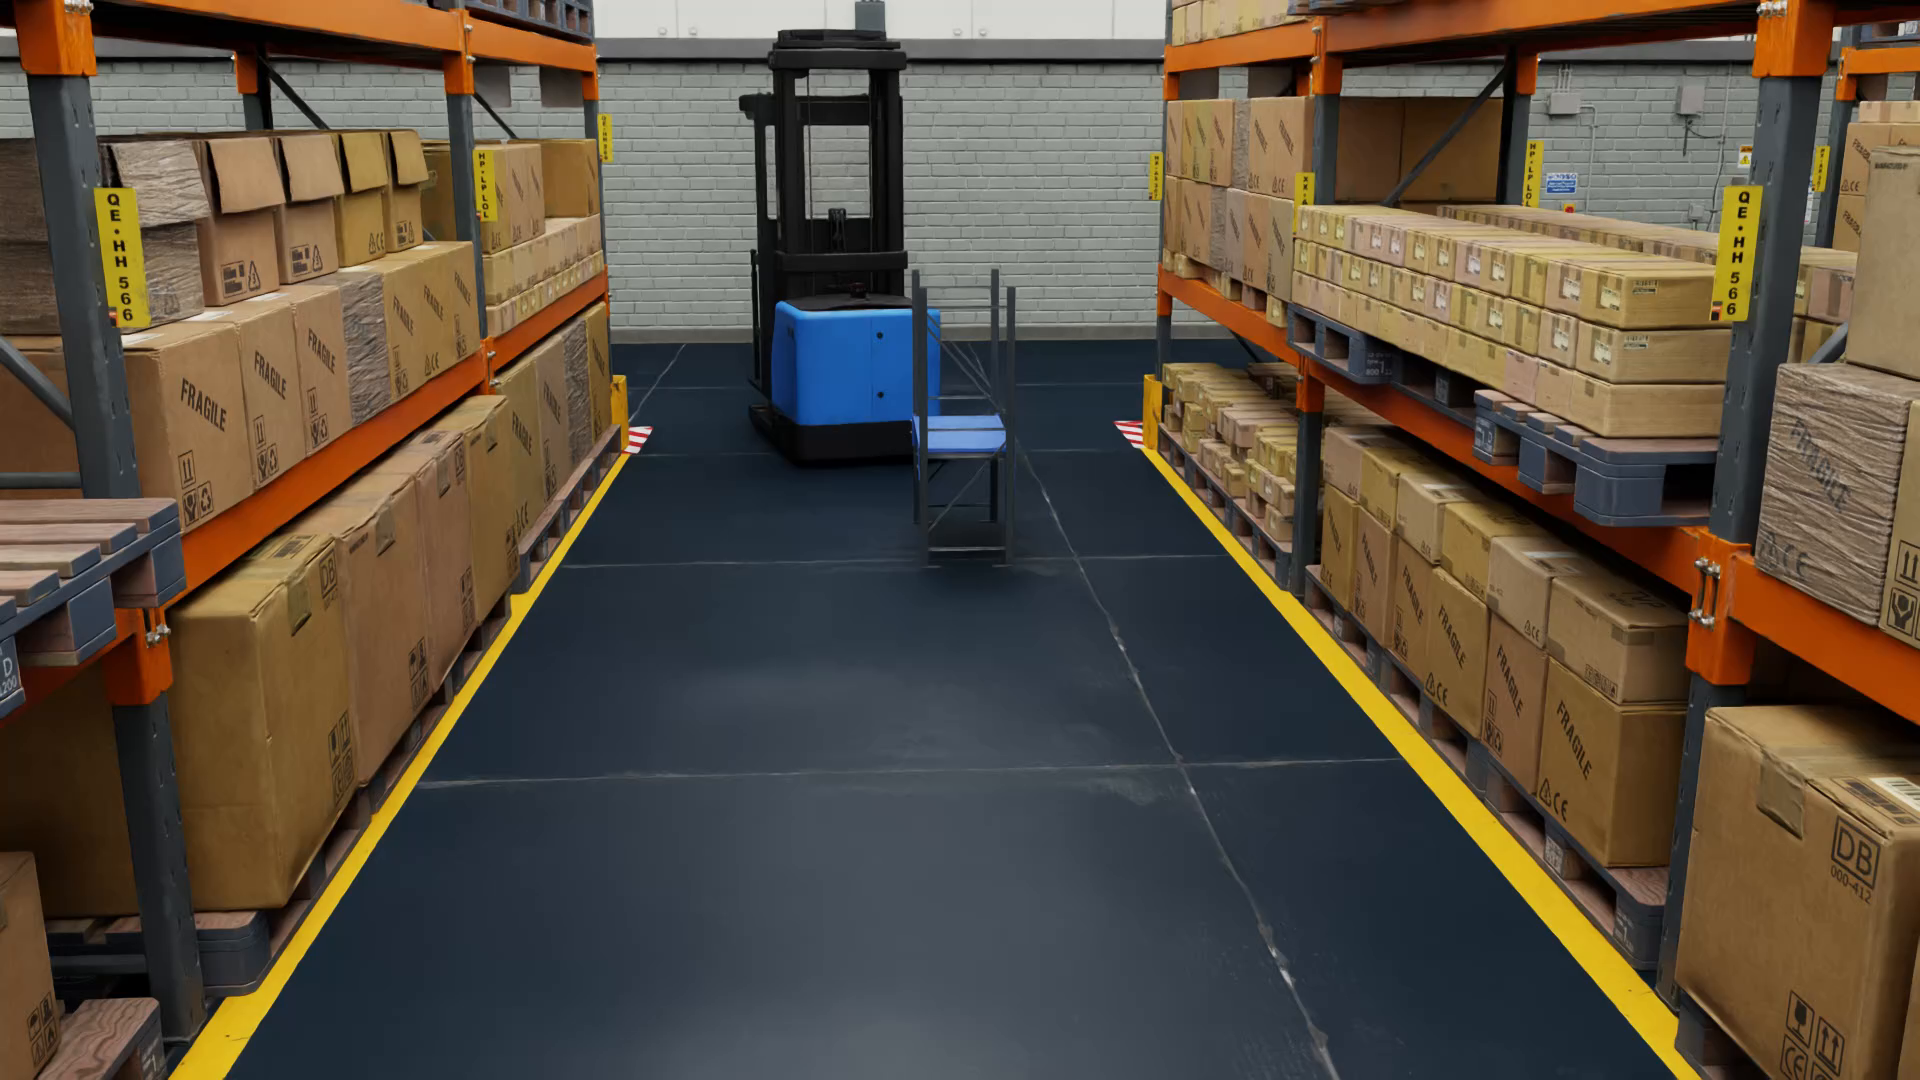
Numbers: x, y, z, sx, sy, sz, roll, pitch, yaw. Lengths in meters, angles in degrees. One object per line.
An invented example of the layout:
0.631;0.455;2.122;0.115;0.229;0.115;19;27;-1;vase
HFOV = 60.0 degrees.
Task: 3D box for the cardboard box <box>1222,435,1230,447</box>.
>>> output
1.855;-0.681;10.436;0.380;0.149;0.250;0;14;-1;cardboard box

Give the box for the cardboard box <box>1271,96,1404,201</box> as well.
1.886;-1.969;8.354;0.500;0.500;0.500;-1;14;-5;cardboard box

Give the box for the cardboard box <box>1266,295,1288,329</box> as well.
1.809;-1.187;8.625;0.380;0.149;0.250;-1;14;-5;cardboard box

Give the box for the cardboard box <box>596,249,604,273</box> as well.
-2.668;-1.917;11.463;0.380;0.149;0.250;-1;14;-2;cardboard box

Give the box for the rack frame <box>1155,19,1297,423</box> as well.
1.938;-2.174;11.956;1.000;3.000;0.127;-1;14;-3;rack frame

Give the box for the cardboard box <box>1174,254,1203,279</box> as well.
1.651;-1.836;11.148;0.380;0.149;0.250;-1;14;-5;cardboard box

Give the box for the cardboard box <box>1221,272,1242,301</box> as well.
1.765;-1.513;9.890;0.380;0.149;0.250;-1;14;-2;cardboard box

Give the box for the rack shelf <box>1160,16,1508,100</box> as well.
2.062;-2.781;9.739;1.077;0.370;4.000;-1;14;-3;rack shelf

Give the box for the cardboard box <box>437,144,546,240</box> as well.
-2.605;-1.937;9.235;0.500;0.500;0.500;-1;14;-5;cardboard box

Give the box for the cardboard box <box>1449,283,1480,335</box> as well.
1.883;-0.782;5.610;0.380;0.149;0.250;-1;14;-4;cardboard box

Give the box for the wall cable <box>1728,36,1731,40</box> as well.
6.989;-6.602;17.127;2.355;3.000;0.029;-1;14;-3;wall cable

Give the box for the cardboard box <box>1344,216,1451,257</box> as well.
1.801;-1.249;6.827;0.380;0.149;0.250;-1;14;-4;cardboard box

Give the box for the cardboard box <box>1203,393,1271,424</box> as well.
1.732;-0.822;10.387;0.380;0.149;0.250;-1;14;-3;cardboard box

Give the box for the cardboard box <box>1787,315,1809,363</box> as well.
2.585;-0.601;4.906;0.380;0.149;0.250;0;14;-1;cardboard box

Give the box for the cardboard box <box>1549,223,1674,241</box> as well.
2.485;-1.128;6.358;0.380;0.149;0.250;-2;15;-6;cardboard box

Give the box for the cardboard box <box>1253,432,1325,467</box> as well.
1.826;-0.499;9.131;0.380;0.149;0.250;-1;14;-4;cardboard box

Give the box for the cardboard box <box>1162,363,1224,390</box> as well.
1.631;-1.149;11.658;0.380;0.149;0.250;-2;15;-6;cardboard box

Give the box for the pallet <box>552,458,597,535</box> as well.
-2.819;-0.272;10.159;1.003;0.211;1.213;-1;14;-3;pallet

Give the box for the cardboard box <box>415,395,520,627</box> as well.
-2.712;-0.143;7.485;1.225;0.875;0.875;-1;14;-3;cardboard box

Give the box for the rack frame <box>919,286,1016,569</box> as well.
0.037;-0.579;8.766;0.500;1.500;0.032;-1;14;-3;rack frame

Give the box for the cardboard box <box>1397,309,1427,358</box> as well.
1.850;-0.768;6.155;0.380;0.149;0.250;-2;15;-6;cardboard box

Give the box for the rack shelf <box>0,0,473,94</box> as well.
-2.647;-1.735;5.672;1.077;0.370;4.000;-1;14;-3;rack shelf

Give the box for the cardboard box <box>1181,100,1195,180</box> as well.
1.738;-2.610;10.845;0.500;0.500;0.500;0;14;-2;cardboard box

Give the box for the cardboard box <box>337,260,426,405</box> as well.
-2.407;-0.811;6.458;0.500;0.500;0.500;-1;14;-4;cardboard box

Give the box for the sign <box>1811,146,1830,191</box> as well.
6.318;-2.726;12.205;0.100;0.325;0.005;-1;14;-3;sign

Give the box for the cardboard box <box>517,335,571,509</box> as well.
-2.788;-0.691;9.615;0.875;0.875;0.875;-1;14;-3;cardboard box

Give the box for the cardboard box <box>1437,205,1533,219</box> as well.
2.405;-1.452;7.618;0.380;0.149;0.250;0;14;-1;cardboard box

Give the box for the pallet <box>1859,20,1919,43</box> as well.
6.928;-3.501;11.271;1.003;0.211;1.213;-1;14;-3;pallet

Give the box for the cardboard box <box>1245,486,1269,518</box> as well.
1.808;-0.225;9.259;0.380;0.149;0.250;-1;14;-5;cardboard box

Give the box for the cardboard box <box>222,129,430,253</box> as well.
-2.723;-1.503;7.135;0.797;0.503;0.637;-1;14;-5;cardboard box

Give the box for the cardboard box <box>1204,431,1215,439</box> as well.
1.788;-0.609;10.751;0.380;0.149;0.250;-1;14;-3;cardboard box

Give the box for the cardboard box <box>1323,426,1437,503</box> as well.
1.968;-0.347;7.525;0.500;0.250;0.500;-2;15;-6;cardboard box

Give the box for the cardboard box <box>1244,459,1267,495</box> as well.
1.785;-0.353;9.160;0.380;0.149;0.250;-1;14;-5;cardboard box

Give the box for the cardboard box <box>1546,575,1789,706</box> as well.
2.129;0.294;5.034;0.500;0.250;0.500;-1;14;-5;cardboard box

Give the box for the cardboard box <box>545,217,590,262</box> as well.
-2.693;-1.951;10.795;0.500;0.250;0.500;-1;14;-4;cardboard box

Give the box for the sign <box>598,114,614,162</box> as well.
-2.477;-2.803;11.601;0.100;0.325;0.005;-1;14;-3;sign

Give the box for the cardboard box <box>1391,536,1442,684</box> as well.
2.047;0.278;6.602;0.500;0.500;0.500;-1;14;-2;cardboard box

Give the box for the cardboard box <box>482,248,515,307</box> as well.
-2.539;-1.320;8.341;0.500;0.250;0.500;-1;14;-4;cardboard box

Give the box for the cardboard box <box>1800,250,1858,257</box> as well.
2.568;-0.800;5.083;0.380;0.149;0.250;-1;14;-4;cardboard box

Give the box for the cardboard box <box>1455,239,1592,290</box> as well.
1.887;-0.923;5.562;0.380;0.149;0.250;-1;14;-3;cardboard box

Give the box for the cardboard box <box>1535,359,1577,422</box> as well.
1.930;-0.443;4.891;0.380;0.149;0.250;-1;14;-4;cardboard box

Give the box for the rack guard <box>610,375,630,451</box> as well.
-3.021;-0.918;12.091;1.175;0.500;0.348;-1;14;-3;rack guard

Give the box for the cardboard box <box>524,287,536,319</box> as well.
-2.509;-1.281;8.989;0.380;0.149;0.250;-1;14;-5;cardboard box

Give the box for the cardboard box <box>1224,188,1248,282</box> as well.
1.813;-1.740;9.473;0.500;0.500;0.500;-1;14;-4;cardboard box

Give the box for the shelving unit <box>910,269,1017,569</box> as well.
0.005;-0.705;9.257;0.538;1.500;1.048;-1;14;-3;shelving unit

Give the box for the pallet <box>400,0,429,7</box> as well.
-2.665;-2.260;6.656;0.805;0.209;1.217;-1;15;-6;pallet

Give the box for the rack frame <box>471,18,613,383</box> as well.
-3.019;-2.123;11.756;1.000;3.000;0.127;-1;14;-3;rack frame

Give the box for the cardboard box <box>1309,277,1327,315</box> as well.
1.774;-1.087;7.392;0.380;0.149;0.250;-1;14;-3;cardboard box

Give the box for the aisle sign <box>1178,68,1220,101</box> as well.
1.634;-3.446;11.685;0.394;0.787;0.004;-1;14;-3;aisle sign

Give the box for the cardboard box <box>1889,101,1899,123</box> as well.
6.705;-2.966;11.524;0.380;0.149;0.250;-1;14;-2;cardboard box

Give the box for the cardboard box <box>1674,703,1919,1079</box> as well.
2.381;0.855;3.857;1.050;0.750;0.750;-1;14;-4;cardboard box

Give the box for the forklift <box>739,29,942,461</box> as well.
-1.024;-2.287;12.534;1.130;2.935;3.031;-4;15;-16;forklift

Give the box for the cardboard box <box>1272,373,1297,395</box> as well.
2.324;-1.031;11.199;0.380;0.149;0.250;-1;14;-5;cardboard box

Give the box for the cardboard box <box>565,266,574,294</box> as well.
-2.587;-1.599;10.225;0.380;0.149;0.250;-1;14;-3;cardboard box

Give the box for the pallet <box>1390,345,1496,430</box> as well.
2.270;-0.583;6.158;1.003;0.211;1.213;-1;14;-3;pallet

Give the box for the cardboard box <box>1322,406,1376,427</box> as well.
2.276;-0.706;9.935;0.380;0.149;0.250;-1;15;-6;cardboard box

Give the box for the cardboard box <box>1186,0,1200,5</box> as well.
1.739;-3.553;10.594;0.500;0.250;0.500;-1;14;-4;cardboard box

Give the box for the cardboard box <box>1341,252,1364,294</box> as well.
1.802;-1.107;6.872;0.380;0.149;0.250;-2;15;-6;cardboard box

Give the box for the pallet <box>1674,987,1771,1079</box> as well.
2.407;1.363;3.804;1.003;0.211;1.213;-1;14;-3;pallet

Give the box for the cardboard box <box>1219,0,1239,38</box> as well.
1.805;-3.051;9.646;0.500;0.250;0.500;-1;14;-4;cardboard box
